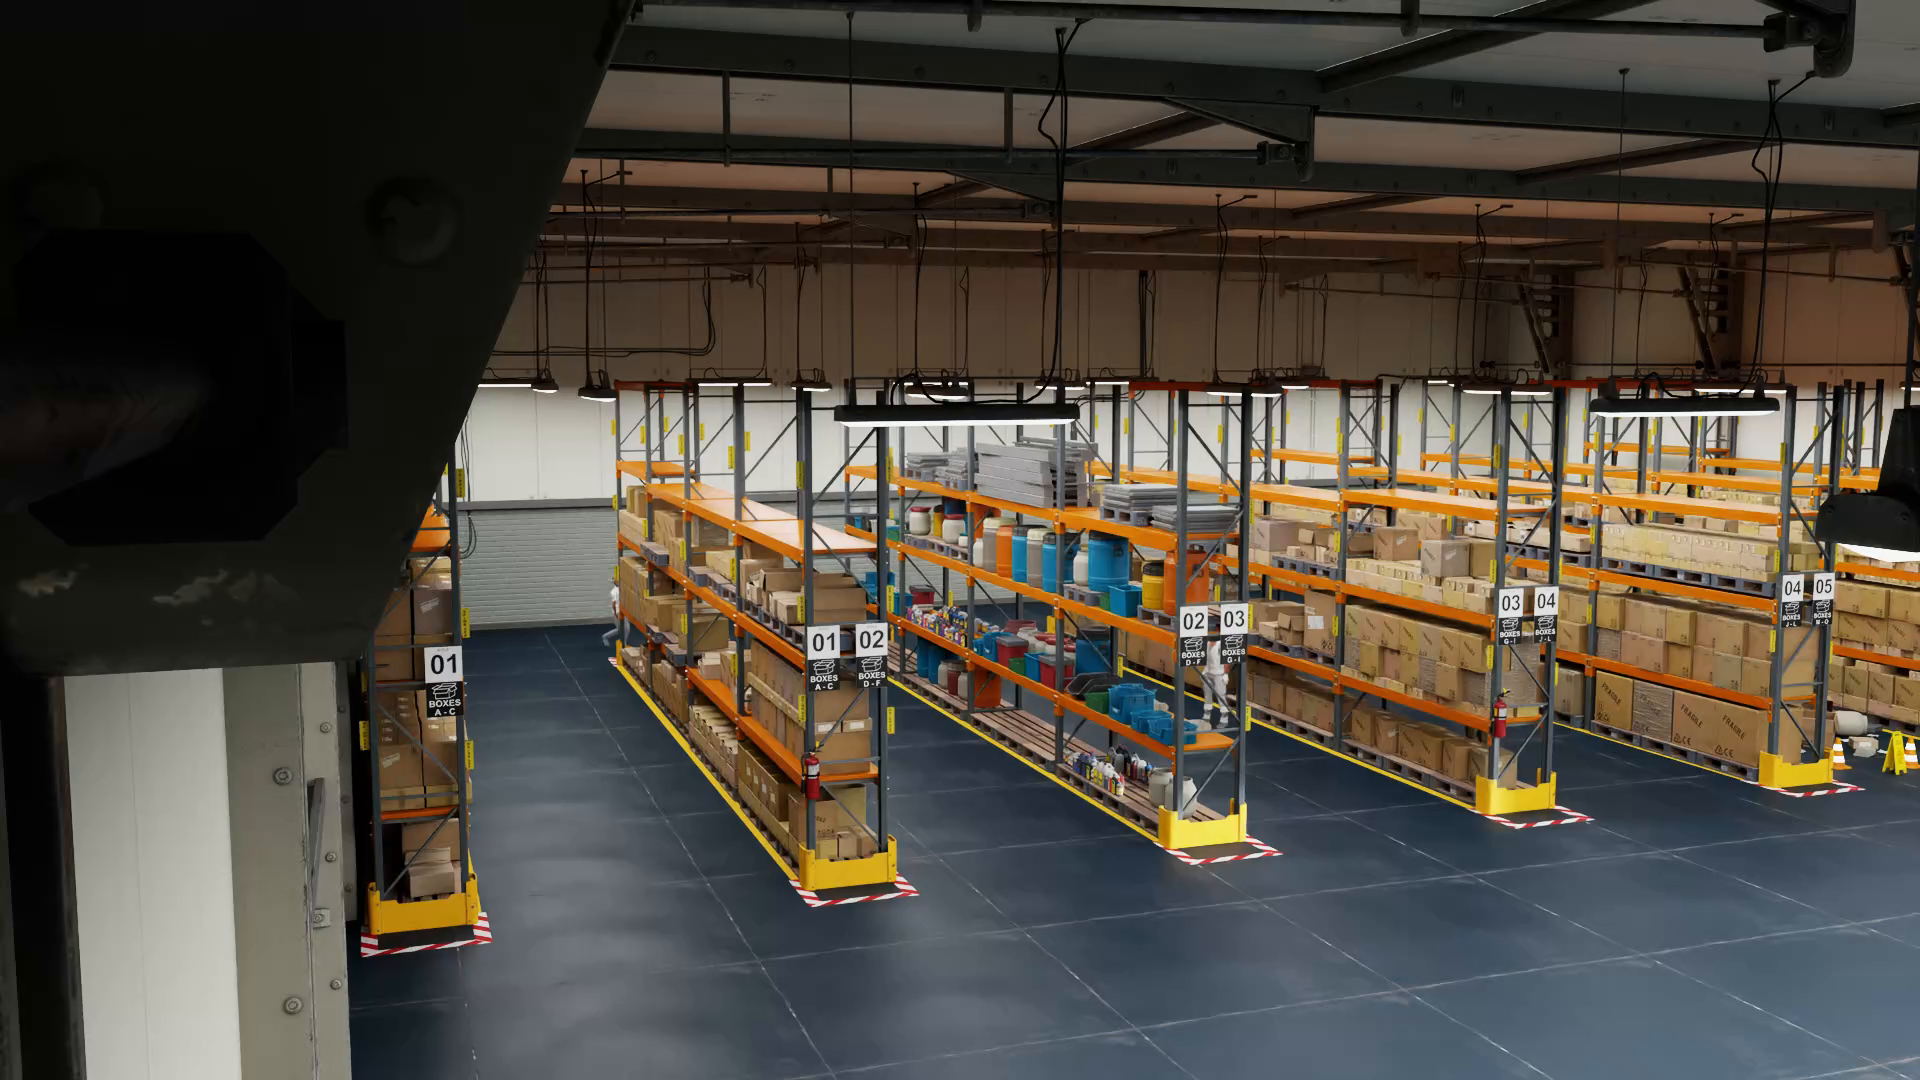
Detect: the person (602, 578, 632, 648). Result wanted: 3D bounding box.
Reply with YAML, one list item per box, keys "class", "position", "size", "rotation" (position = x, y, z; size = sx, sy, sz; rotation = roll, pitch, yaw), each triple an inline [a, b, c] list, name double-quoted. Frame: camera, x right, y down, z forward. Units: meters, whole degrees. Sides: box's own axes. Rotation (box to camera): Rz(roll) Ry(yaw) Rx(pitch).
- class: "person"
  position: [-7.592, 1.597, 36.860]
  size: [0.620, 1.657, 0.453]
  rotation: [2, 6, 17]

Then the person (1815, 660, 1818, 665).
- class: "person"
  position: [17.825, 1.816, 34.946]
  size: [0.534, 1.690, 0.730]
  rotation: [-4, 7, -34]

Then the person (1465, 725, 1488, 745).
- class: "person"
  position: [8.389, 2.609, 26.768]
  size: [0.569, 1.788, 0.519]
  rotation: [2, 6, 14]

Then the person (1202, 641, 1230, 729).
- class: "person"
  position: [4.433, 2.365, 29.093]
  size: [0.398, 1.786, 0.617]
  rotation: [-4, 7, -36]
